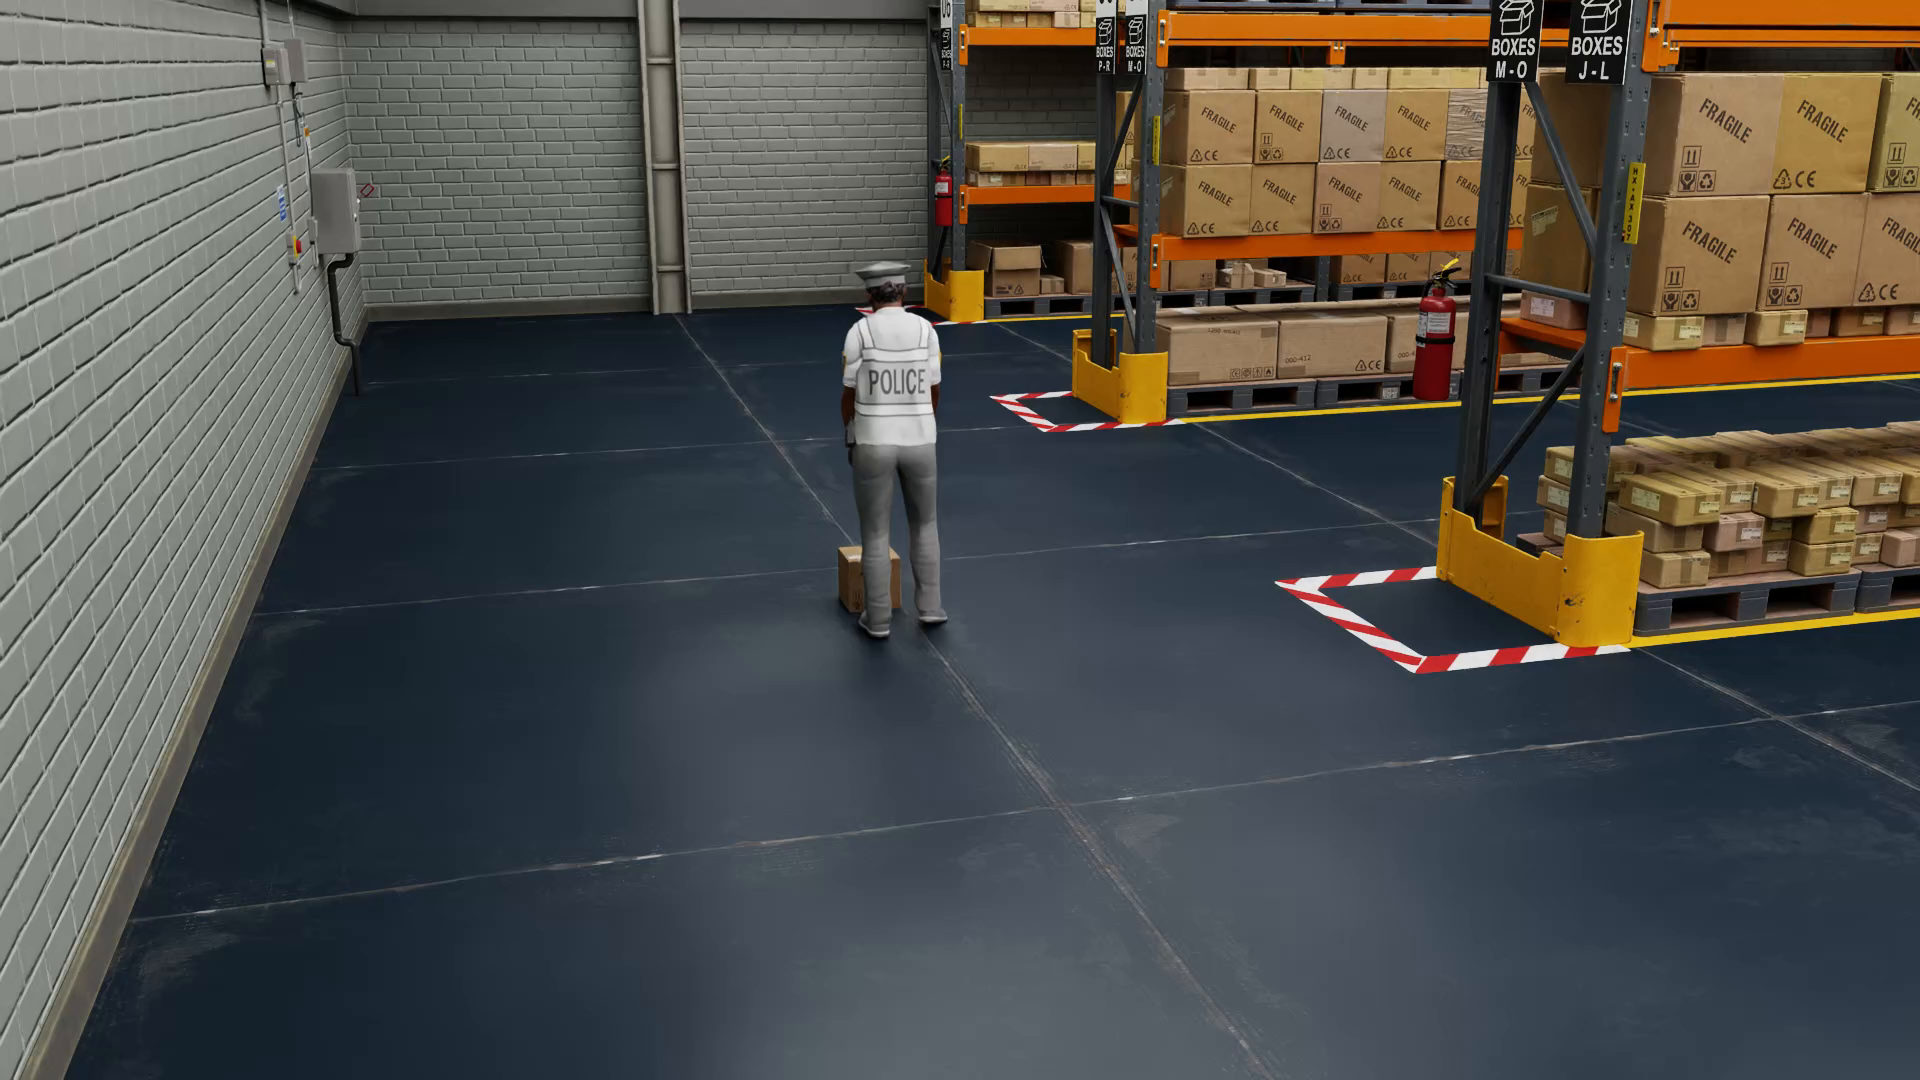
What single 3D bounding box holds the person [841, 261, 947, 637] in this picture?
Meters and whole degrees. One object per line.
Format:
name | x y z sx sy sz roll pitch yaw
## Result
person | -0.279 -0.386 7.395 0.512 1.681 0.493 -4 17 -15
